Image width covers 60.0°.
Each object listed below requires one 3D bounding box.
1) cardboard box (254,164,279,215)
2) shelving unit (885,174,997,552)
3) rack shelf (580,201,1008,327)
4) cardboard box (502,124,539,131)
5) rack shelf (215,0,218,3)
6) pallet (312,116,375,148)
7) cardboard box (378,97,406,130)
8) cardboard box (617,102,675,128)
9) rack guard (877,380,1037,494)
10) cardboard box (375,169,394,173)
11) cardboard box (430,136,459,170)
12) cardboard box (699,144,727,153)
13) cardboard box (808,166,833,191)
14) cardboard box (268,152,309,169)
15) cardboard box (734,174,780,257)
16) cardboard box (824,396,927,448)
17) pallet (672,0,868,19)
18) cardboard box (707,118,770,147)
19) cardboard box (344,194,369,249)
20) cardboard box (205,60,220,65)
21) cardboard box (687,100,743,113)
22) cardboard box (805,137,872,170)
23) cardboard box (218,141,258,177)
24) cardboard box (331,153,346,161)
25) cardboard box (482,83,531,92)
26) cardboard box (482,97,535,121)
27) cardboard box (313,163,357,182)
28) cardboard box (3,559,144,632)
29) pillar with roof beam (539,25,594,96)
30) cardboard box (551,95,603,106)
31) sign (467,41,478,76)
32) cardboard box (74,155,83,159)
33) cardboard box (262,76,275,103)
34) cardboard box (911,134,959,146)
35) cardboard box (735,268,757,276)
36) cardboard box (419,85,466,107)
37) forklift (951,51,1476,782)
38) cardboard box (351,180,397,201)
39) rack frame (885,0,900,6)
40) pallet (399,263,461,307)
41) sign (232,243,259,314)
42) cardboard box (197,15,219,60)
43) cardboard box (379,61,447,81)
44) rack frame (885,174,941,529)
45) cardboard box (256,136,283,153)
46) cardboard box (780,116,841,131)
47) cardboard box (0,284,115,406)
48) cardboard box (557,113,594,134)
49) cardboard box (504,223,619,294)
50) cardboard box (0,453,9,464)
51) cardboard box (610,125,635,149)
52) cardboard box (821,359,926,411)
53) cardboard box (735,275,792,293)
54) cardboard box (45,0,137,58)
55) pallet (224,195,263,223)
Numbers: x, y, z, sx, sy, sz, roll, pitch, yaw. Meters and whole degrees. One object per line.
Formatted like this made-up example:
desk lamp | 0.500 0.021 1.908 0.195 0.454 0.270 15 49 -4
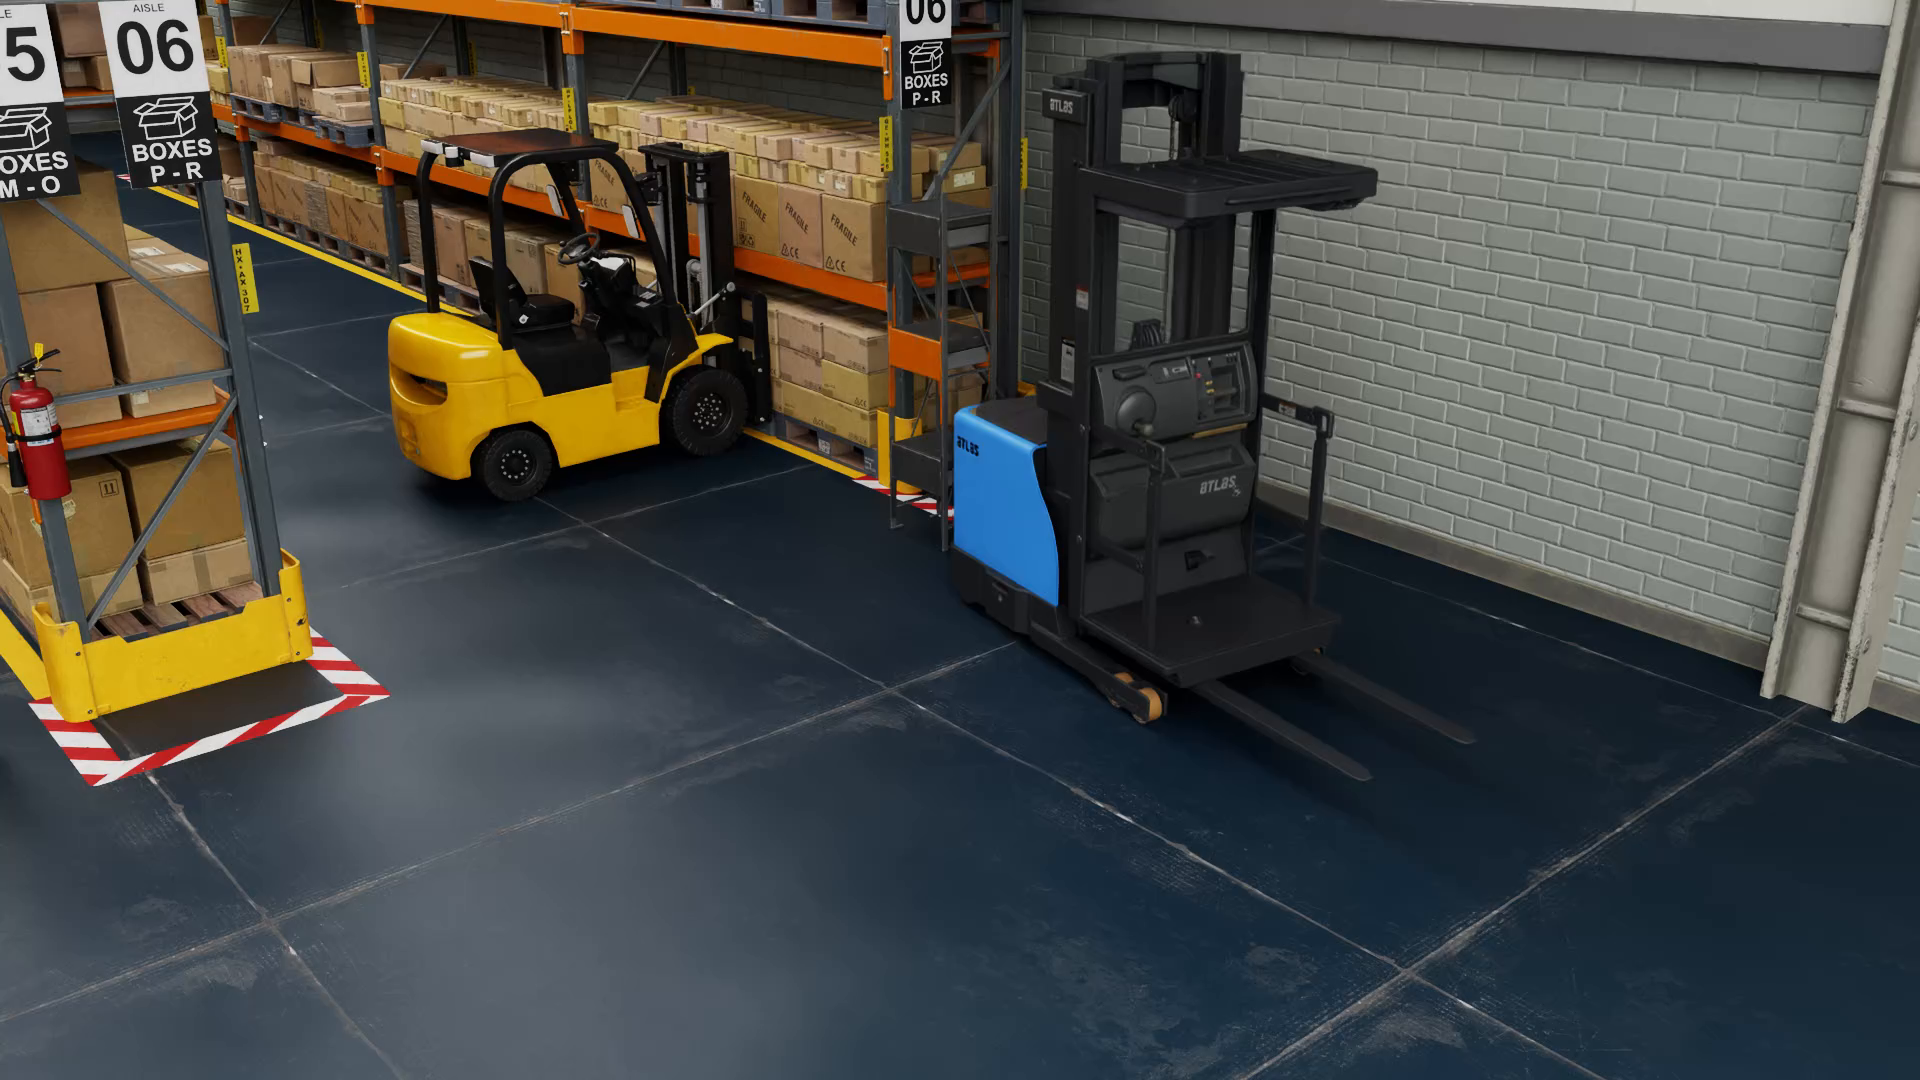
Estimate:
cardboard box | -7.712 -4.038 19.032 0.500 0.500 0.500 -16 26 -35
shelving unit | -0.108 -1.023 9.718 0.431 2.100 0.503 -17 27 -37
rack shelf | -1.330 -2.096 12.208 1.077 0.370 4.000 -17 27 -37
cardboard box | -3.491 -3.361 13.973 0.500 0.250 0.500 -18 28 -39
rack shelf | -9.163 -6.808 20.125 1.077 0.370 4.000 -17 27 -37
pallet | -5.742 -4.169 16.779 1.213 0.211 1.003 -17 27 -37
cardboard box | -5.161 -4.064 15.768 0.500 0.250 0.500 -17 27 -37
cardboard box | -2.399 -3.265 12.772 0.380 0.149 0.250 -17 27 -37
rack guard | -0.009 -0.707 11.105 1.175 0.500 0.348 -17 27 -37
cardboard box | -6.041 -3.927 17.860 0.380 0.149 0.250 -18 28 -39
cardboard box | -4.476 -3.557 15.158 0.500 0.250 0.500 -19 28 -39
cardboard box | -1.632 -2.749 11.863 0.380 0.149 0.250 -18 28 -38
cardboard box | -0.775 -2.405 10.986 0.380 0.149 0.250 -17 27 -36
cardboard box | -7.585 -4.306 18.828 0.380 0.149 0.250 -18 28 -39
cardboard box | -1.211 -2.285 11.568 0.500 0.500 0.500 -18 28 -38
cardboard box | -0.570 -0.848 11.230 0.500 0.250 0.500 -17 27 -37
pallet | -1.267 -3.772 11.510 1.003 0.211 1.213 -17 27 -37
cardboard box | -1.575 -2.910 11.866 0.380 0.149 0.250 -17 27 -37
cardboard box | -6.004 -3.326 17.215 0.500 0.500 0.500 -18 28 -38
cardboard box | -9.028 -5.620 20.019 0.500 0.250 0.500 -18 27 -38
cardboard box | -1.883 -3.305 12.874 0.380 0.149 0.250 -18 28 -38
cardboard box | -0.794 -2.540 10.923 0.380 0.149 0.250 -17 27 -36
cardboard box | -8.935 -4.606 20.483 0.700 0.500 0.500 -19 28 -39
cardboard box | -6.870 -4.293 18.794 0.380 0.149 0.250 -19 28 -40
cardboard box | -4.178 -4.121 15.367 0.380 0.149 0.250 -18 27 -38
cardboard box | -3.883 -3.719 14.340 0.380 0.149 0.250 -17 27 -37
cardboard box | -6.727 -3.951 17.921 0.380 0.149 0.250 -17 27 -37
cardboard box | -4.529 0.224 8.495 0.500 0.250 0.500 -18 27 -38
pillar with roof beam | -6.974 -5.711 12.226 9.100 9.000 0.400 -17 27 -37
cardboard box | -3.326 -3.776 14.485 0.380 0.149 0.250 -17 27 -37
sign | -4.828 -4.760 16.437 0.100 0.325 0.005 -17 27 -37
cardboard box | -4.606 -1.577 7.980 0.700 0.500 0.500 -17 27 -37
cardboard box | -7.241 -4.851 17.865 0.396 0.266 0.258 -16 26 -35
cardboard box | -0.208 -2.597 11.067 0.380 0.149 0.250 -16 27 -36
cardboard box | -1.505 -1.995 12.787 0.500 0.250 0.500 -17 27 -37
cardboard box | -4.719 -4.071 15.238 0.380 0.149 0.250 -17 27 -37
forklift | 1.149 -0.700 7.752 1.130 2.935 3.031 -13 25 -29
cardboard box | -5.962 -3.566 16.938 0.380 0.149 0.250 -19 28 -40
rack frame | -0.024 -4.671 9.572 1.000 3.000 0.127 -17 27 -37
pallet | -4.738 -2.553 16.213 1.003 0.211 1.213 -17 27 -37
sign | -3.371 -1.228 7.818 0.100 0.325 0.005 -17 27 -37
cardboard box | -9.397 -6.112 20.247 0.500 0.500 0.500 -17 27 -36
cardboard box | -5.464 -4.510 16.672 0.500 0.500 0.500 -16 26 -35
rack frame | -0.267 -1.091 9.890 0.400 2.100 0.015 -17 27 -37
cardboard box | -7.779 -4.517 18.959 0.380 0.149 0.250 -18 28 -38
cardboard box | -1.070 -2.943 11.950 0.380 0.149 0.250 -17 27 -37
cardboard box | -4.345 -0.965 7.789 0.500 0.500 0.500 -18 28 -38
cardboard box | -3.026 -3.373 13.457 0.380 0.149 0.250 -16 27 -36
cardboard box | -3.485 -2.431 14.757 0.875 0.625 0.625 -18 28 -38
cardboard box | -4.793 -0.506 8.441 0.380 0.149 0.250 -16 27 -36
cardboard box | -2.456 -3.110 12.784 0.380 0.149 0.250 -17 27 -36
cardboard box | -0.579 -1.086 11.153 0.500 0.250 0.500 -18 28 -38
cardboard box | -1.561 -1.730 12.112 0.500 0.250 0.500 -18 28 -38
cardboard box | -3.909 -2.363 7.589 0.500 0.250 0.500 -18 28 -38
pallet | -8.305 -4.085 20.124 1.003 0.211 1.213 -17 27 -37
